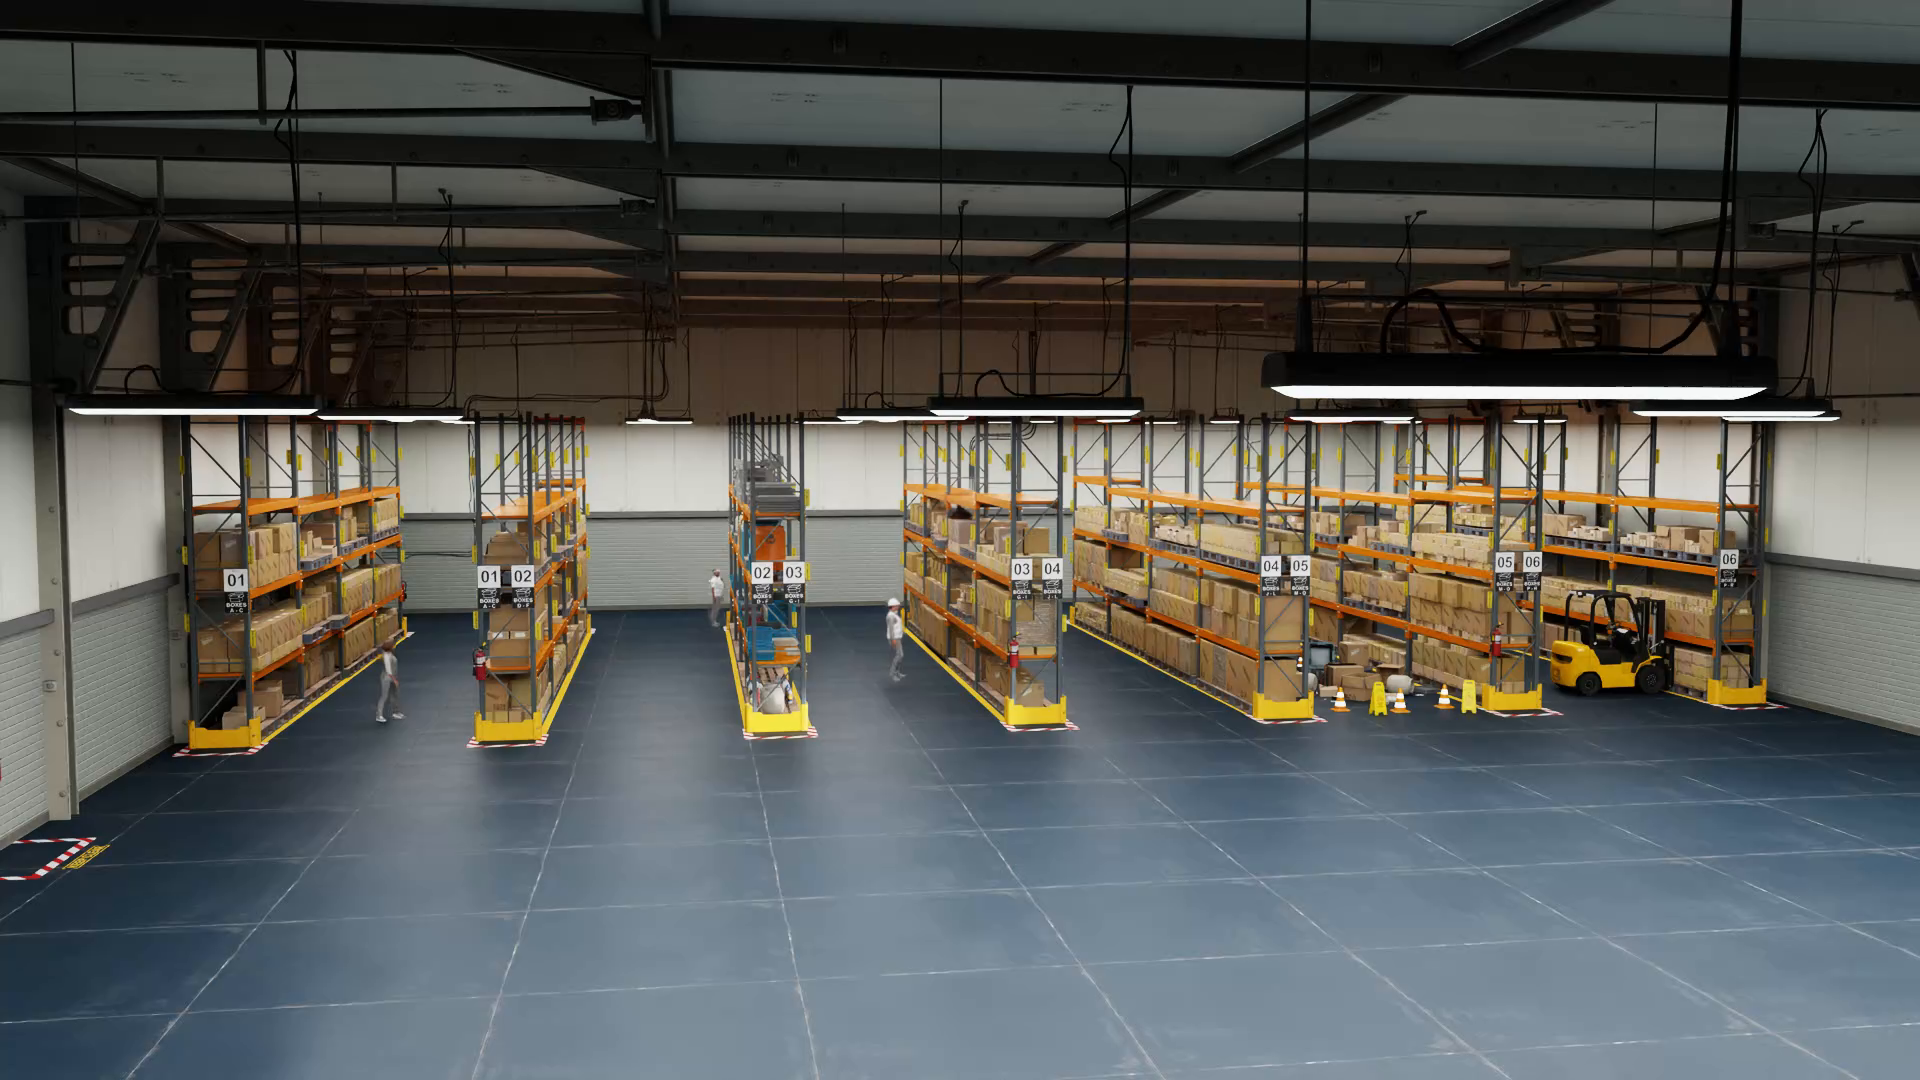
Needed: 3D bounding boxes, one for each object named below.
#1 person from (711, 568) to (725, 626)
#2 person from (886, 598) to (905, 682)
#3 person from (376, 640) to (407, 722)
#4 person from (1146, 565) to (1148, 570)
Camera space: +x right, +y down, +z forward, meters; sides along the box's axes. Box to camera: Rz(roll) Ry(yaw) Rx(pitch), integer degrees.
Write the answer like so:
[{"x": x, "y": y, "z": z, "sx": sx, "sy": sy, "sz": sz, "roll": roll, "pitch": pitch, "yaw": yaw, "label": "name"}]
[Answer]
[{"x": -6.997, "y": 1.641, "z": 47.885, "sx": 0.411, "sy": 1.699, "sz": 0.539, "roll": 1, "pitch": 4, "yaw": 10, "label": "person"}, {"x": -1.422, "y": 2.213, "z": 36.979, "sx": 0.402, "sy": 1.832, "sz": 0.563, "roll": 0, "pitch": 4, "yaw": 5, "label": "person"}, {"x": -11.117, "y": 2.739, "z": 32.435, "sx": 0.511, "sy": 1.613, "sz": 0.581, "roll": 0, "pitch": 4, "yaw": 0, "label": "person"}, {"x": 5.577, "y": 1.407, "z": 51.041, "sx": 0.451, "sy": 1.669, "sz": 0.430, "roll": -2, "pitch": 4, "yaw": -30, "label": "person"}]
